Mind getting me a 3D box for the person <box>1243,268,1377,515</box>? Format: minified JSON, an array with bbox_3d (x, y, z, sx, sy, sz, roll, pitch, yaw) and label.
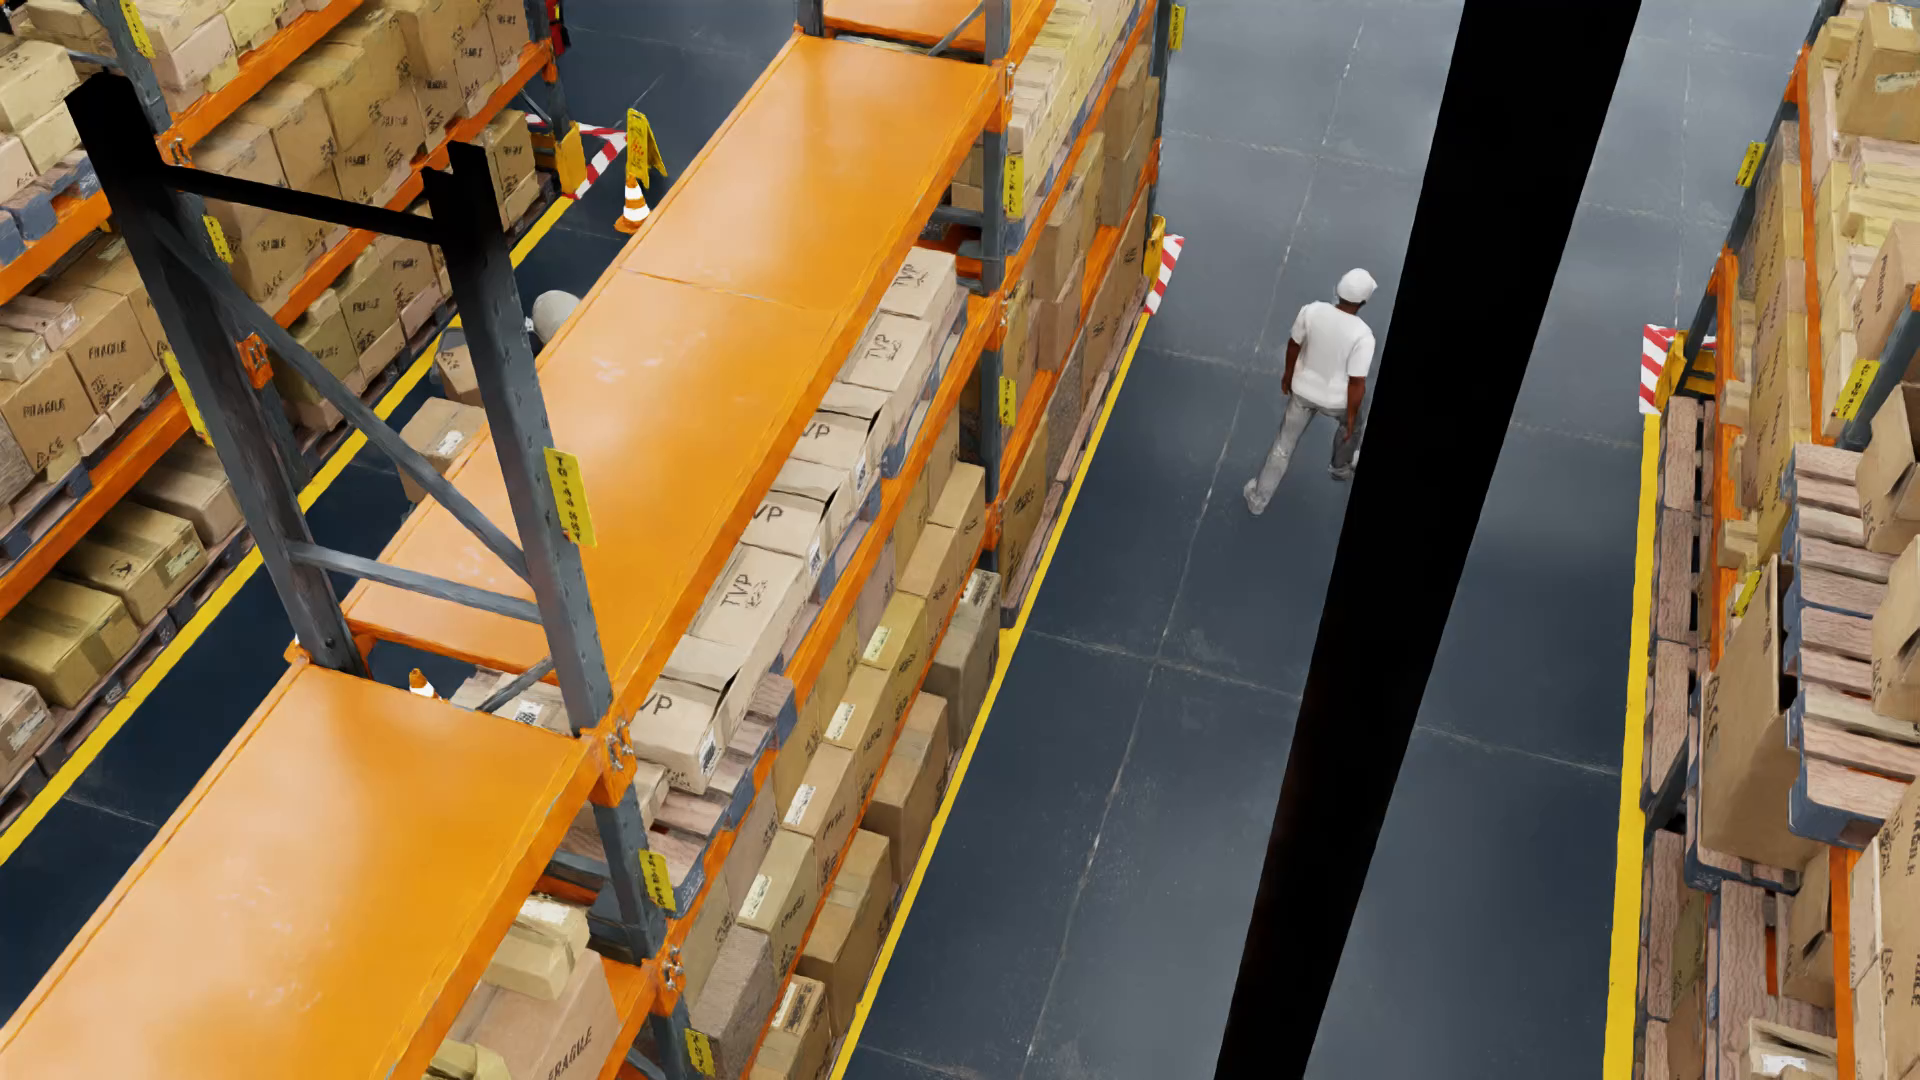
[{"bbox_3d":[2.285,-0.949,10.482,0.618,1.700,0.960,30,53,26],"label":"person"}]
